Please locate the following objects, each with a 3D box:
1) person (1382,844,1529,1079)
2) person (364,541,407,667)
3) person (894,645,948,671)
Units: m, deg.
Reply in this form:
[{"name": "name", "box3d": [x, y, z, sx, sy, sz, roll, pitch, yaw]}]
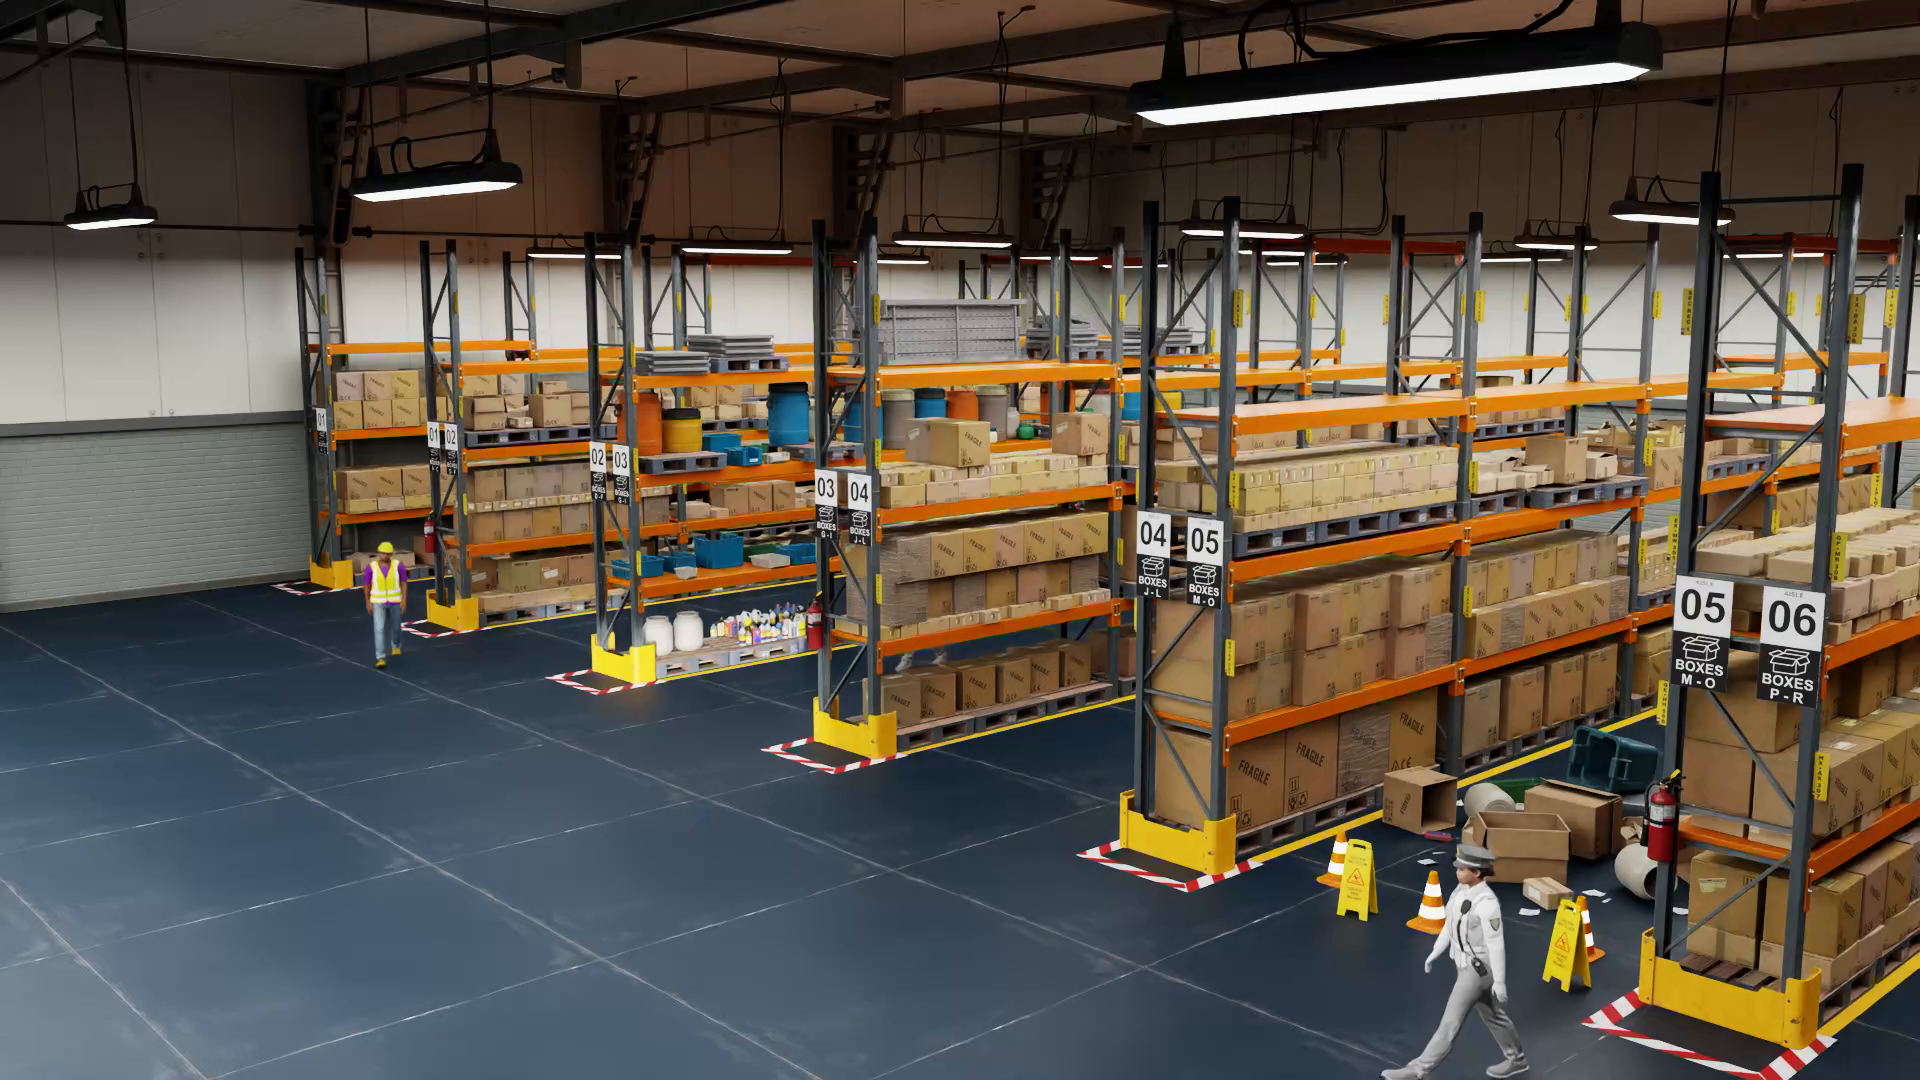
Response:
[{"name": "person", "box3d": [3.261, 2.774, 10.876, 1.045, 1.606, 0.518, 0, 8, -1]}, {"name": "person", "box3d": [-8.099, 0.882, 23.509, 0.564, 1.739, 0.945, -4, 9, -27]}, {"name": "person", "box3d": [-0.549, 0.909, 23.108, 0.877, 1.753, 0.566, -8, 11, -43]}]
